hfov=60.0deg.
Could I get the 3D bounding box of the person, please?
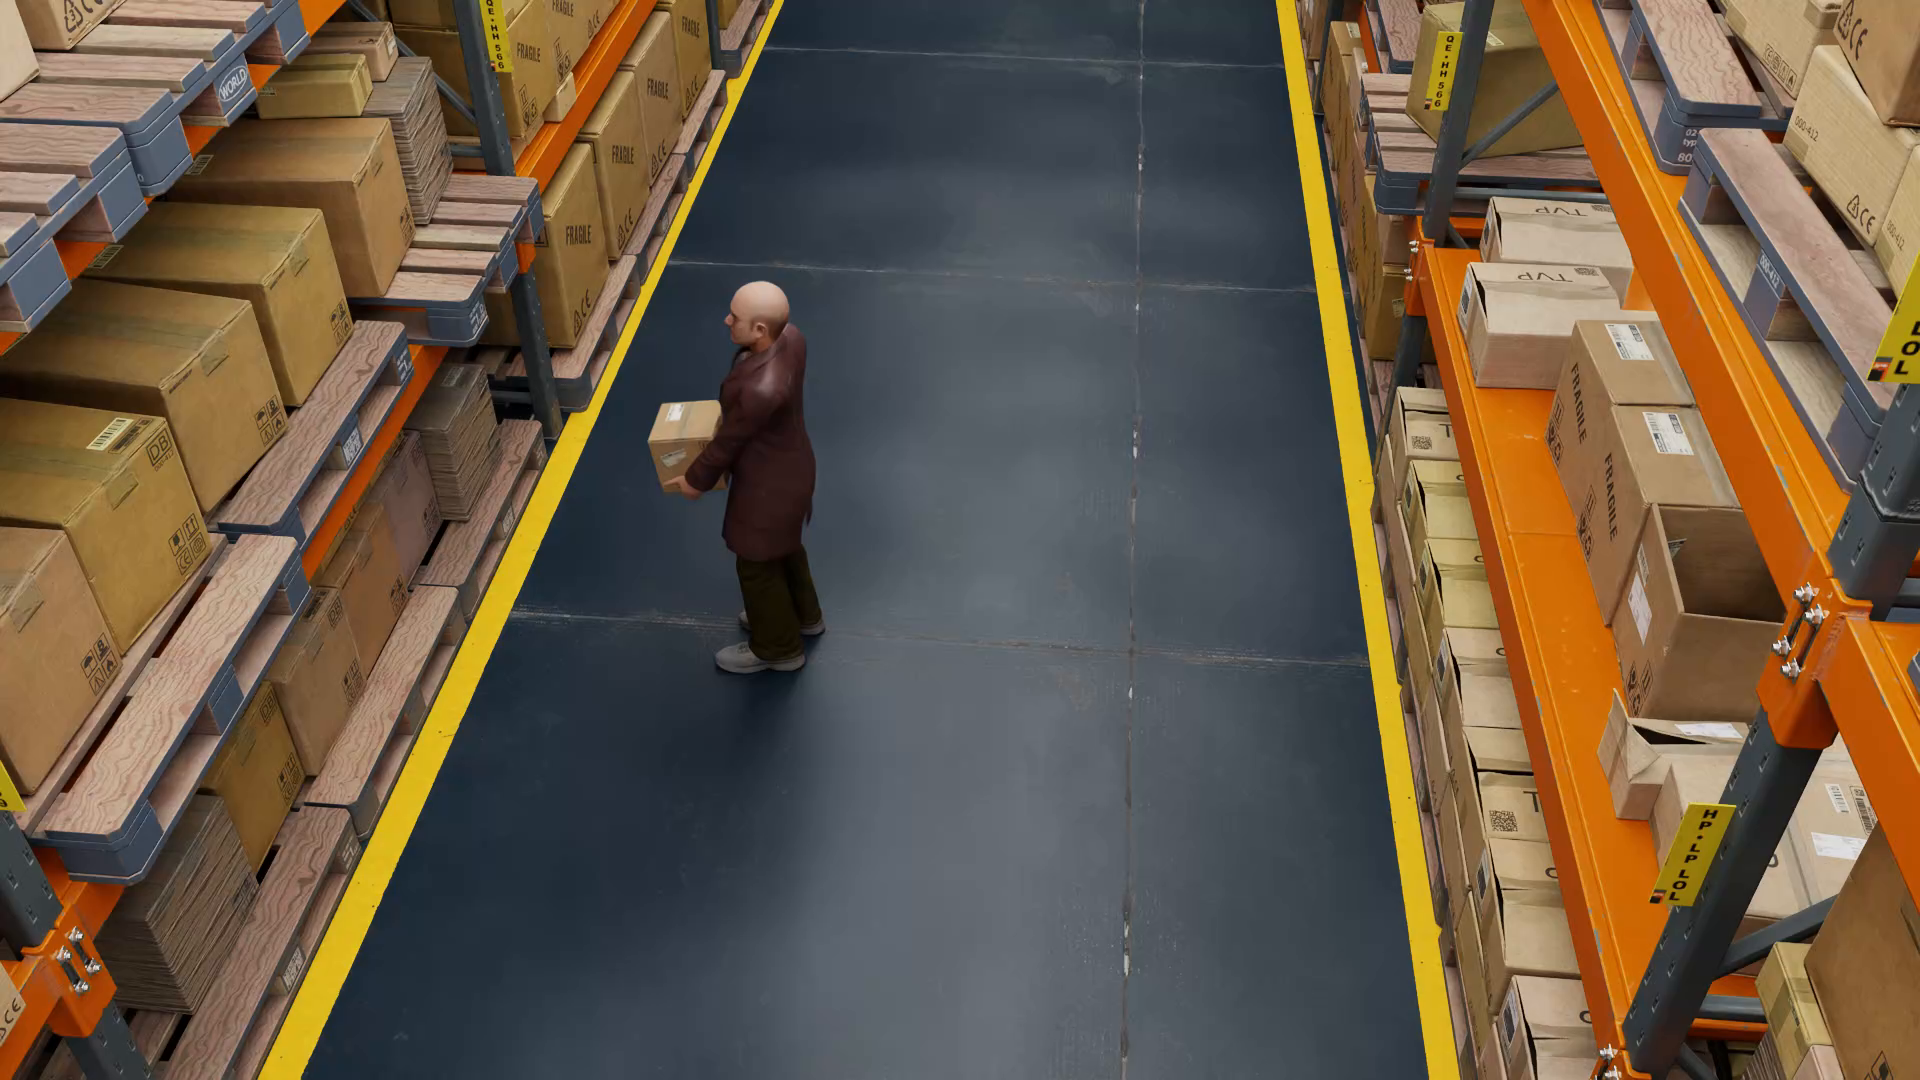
[{"bbox_3d":[-0.843,-0.230,6.449,0.556,1.780,0.526,3,40,3],"label":"person"}]
